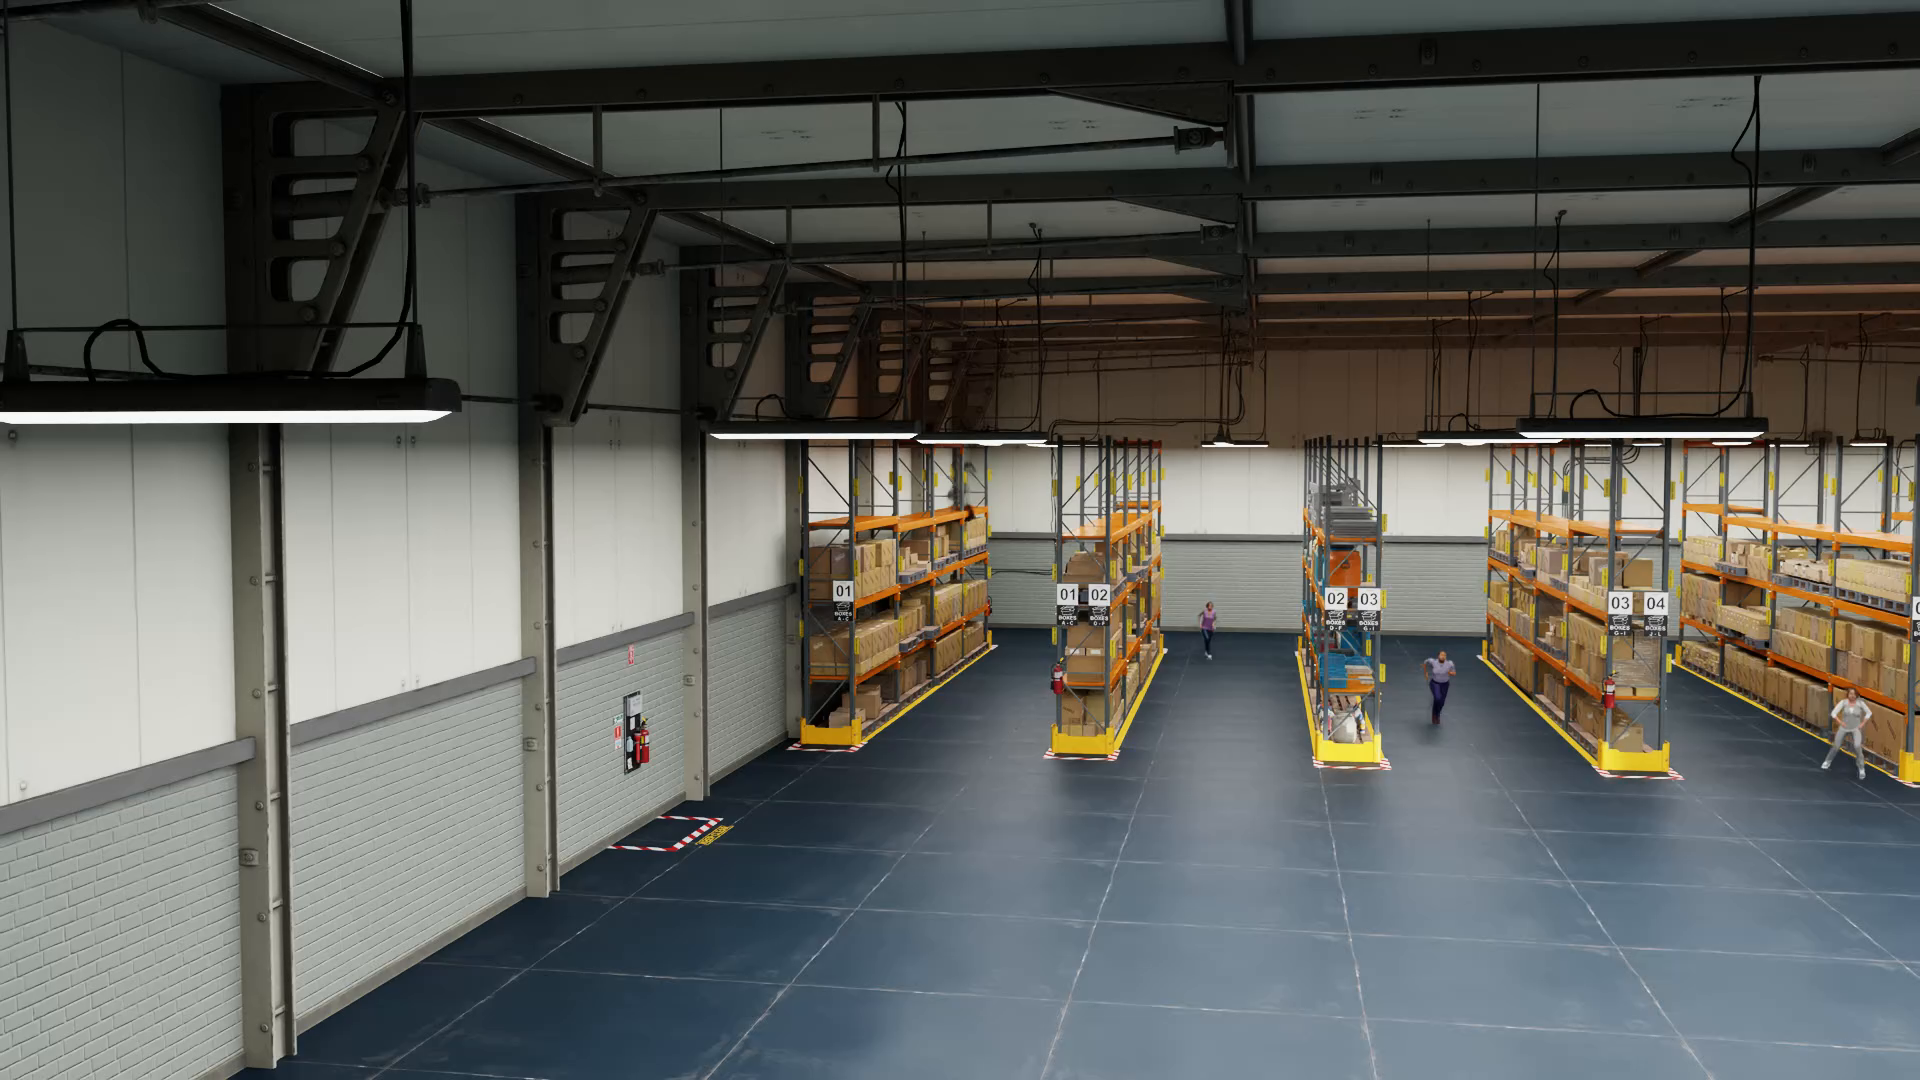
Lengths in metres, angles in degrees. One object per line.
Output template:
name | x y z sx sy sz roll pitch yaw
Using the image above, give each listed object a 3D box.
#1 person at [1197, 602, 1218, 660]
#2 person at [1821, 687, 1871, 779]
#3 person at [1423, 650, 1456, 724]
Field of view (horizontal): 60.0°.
person | 6.796 2.460 45.608 0.557 1.580 0.930 0 3 -3
person | 15.635 3.378 29.313 0.752 1.549 0.642 1 3 24
person | 9.959 3.042 34.556 0.592 1.571 0.836 0 3 -2
